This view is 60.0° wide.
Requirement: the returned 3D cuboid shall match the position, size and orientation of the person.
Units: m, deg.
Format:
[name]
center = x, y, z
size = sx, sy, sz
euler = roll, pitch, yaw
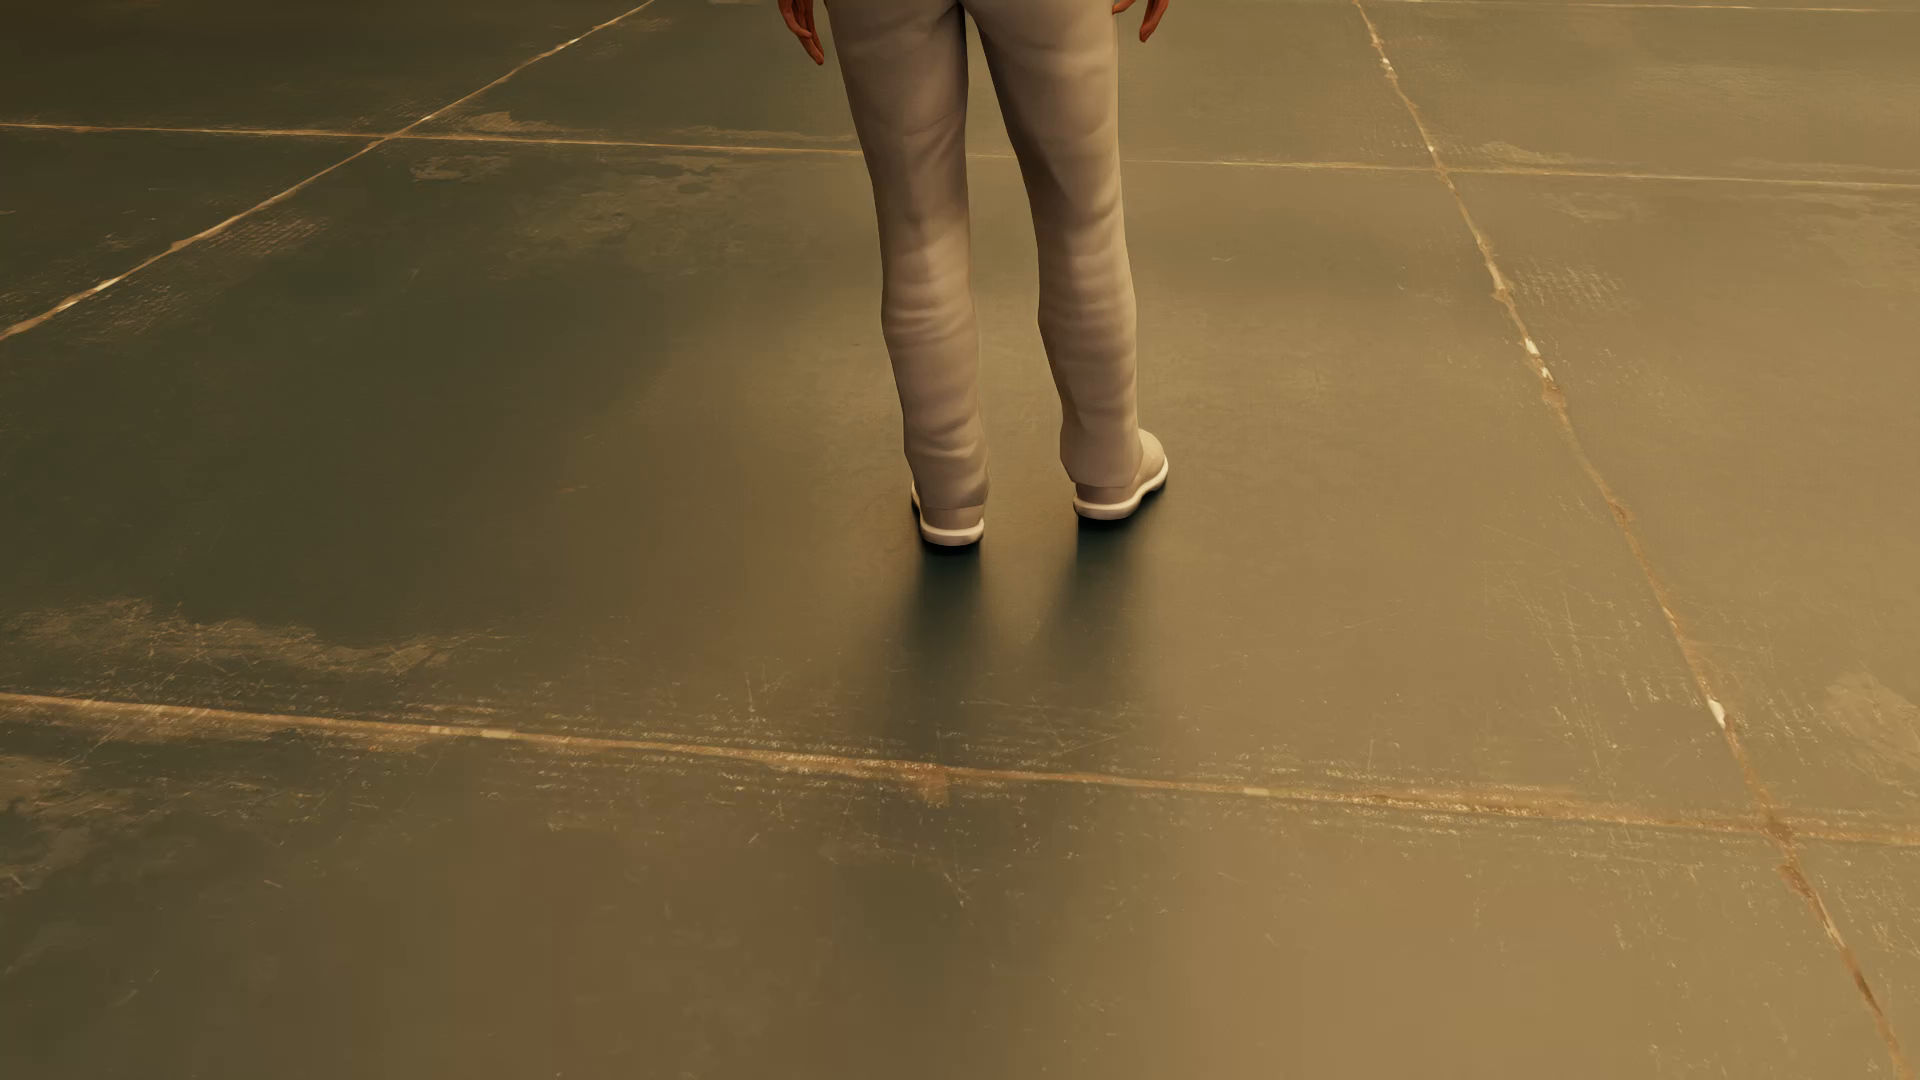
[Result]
[person]
center = 0.030, -0.797, 2.183
size = 0.569, 1.694, 0.529
euler = 3, 27, 7
